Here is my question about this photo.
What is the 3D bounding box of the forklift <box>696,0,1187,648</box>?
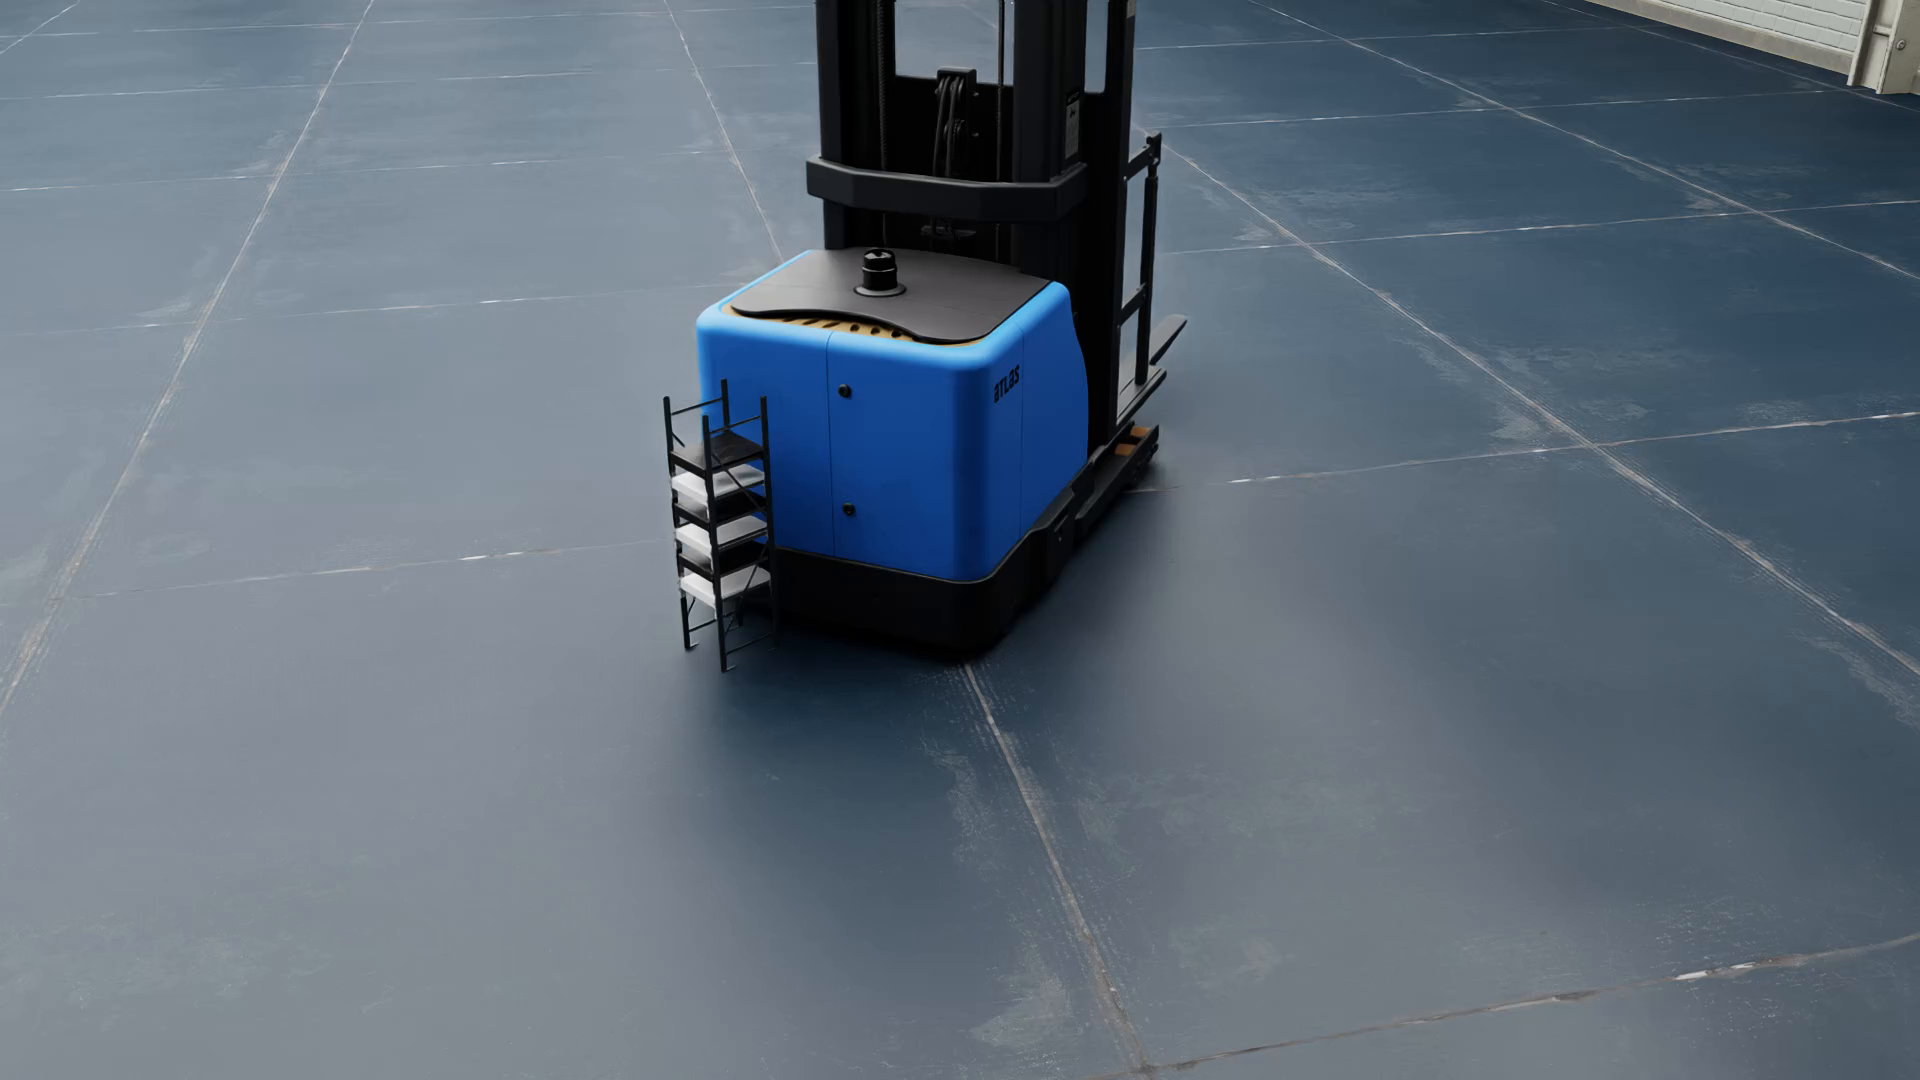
[{"bbox_3d":[0.173,-1.598,6.163,1.130,2.935,3.031,11,29,20],"label":"forklift"}]

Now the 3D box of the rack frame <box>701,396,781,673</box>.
[{"bbox_3d":[-0.687,-0.007,5.265,0.240,0.900,0.006,-23,35,-38],"label":"rack frame"}]

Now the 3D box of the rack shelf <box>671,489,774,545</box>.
[{"bbox_3d":[-0.757,-0.091,5.305,0.258,0.077,0.200,-23,35,-38],"label":"rack shelf"}]

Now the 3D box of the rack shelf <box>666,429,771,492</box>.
[{"bbox_3d":[-0.757,-0.251,5.224,0.258,0.077,0.200,-23,35,-38],"label":"rack shelf"}]

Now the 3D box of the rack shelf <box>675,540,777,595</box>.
[{"bbox_3d":[-0.757,0.070,5.386,0.258,0.077,0.200,-23,35,-38],"label":"rack shelf"}]

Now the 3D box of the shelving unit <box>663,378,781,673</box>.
[{"bbox_3d":[-0.757,-0.040,5.331,0.258,0.900,0.210,-23,35,-38],"label":"shelving unit"}]

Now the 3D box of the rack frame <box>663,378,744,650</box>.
[{"bbox_3d":[-0.827,-0.073,5.397,0.240,0.900,0.006,-23,35,-38],"label":"rack frame"}]

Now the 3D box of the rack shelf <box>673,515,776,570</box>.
[{"bbox_3d":[-0.757,-0.010,5.346,0.258,0.077,0.200,-23,35,-38],"label":"rack shelf"}]

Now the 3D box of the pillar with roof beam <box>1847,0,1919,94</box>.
[{"bbox_3d":[3.289,-7.257,10.641,9.100,9.000,0.400,-6,27,-12],"label":"pillar with roof beam"}]

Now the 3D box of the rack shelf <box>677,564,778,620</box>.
[{"bbox_3d":[-0.757,0.150,5.427,0.258,0.077,0.200,-23,35,-38],"label":"rack shelf"}]

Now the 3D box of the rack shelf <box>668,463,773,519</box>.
[{"bbox_3d":[-0.757,-0.171,5.265,0.258,0.077,0.200,-23,35,-38],"label":"rack shelf"}]
